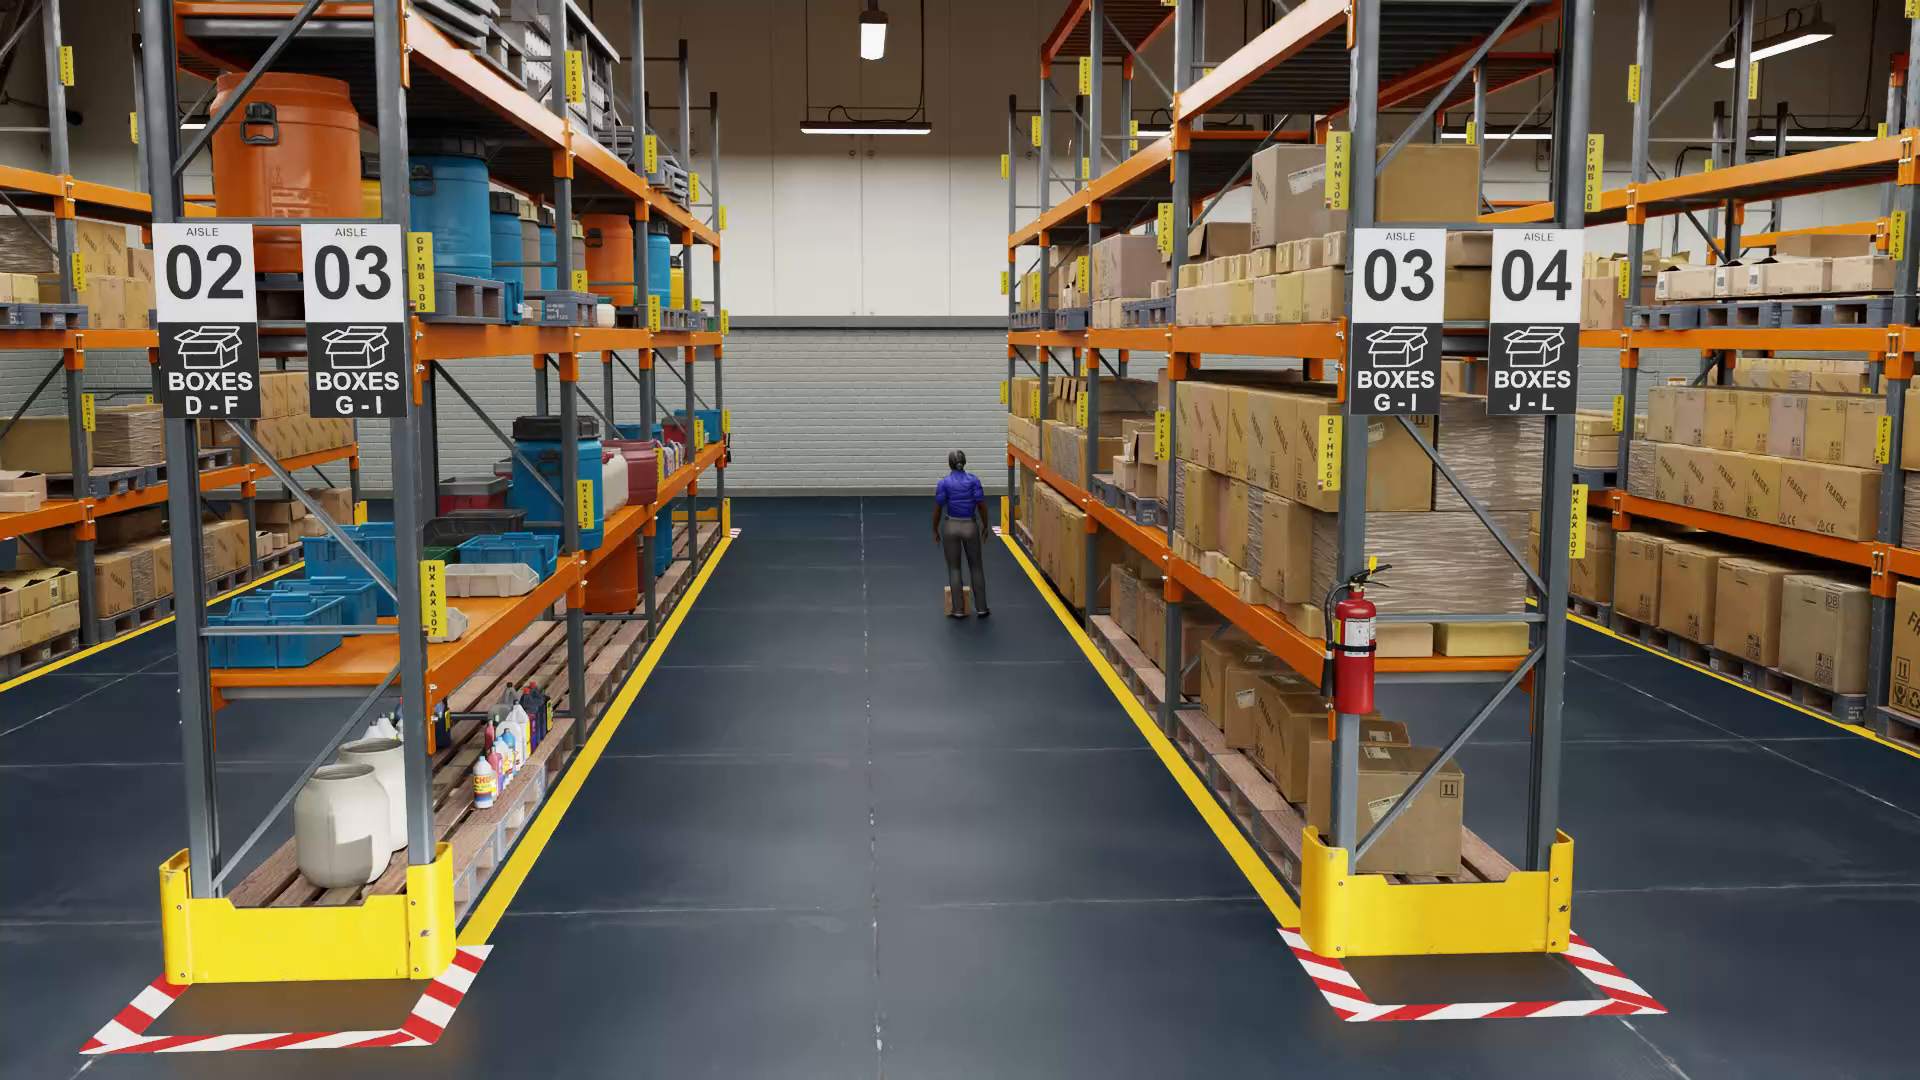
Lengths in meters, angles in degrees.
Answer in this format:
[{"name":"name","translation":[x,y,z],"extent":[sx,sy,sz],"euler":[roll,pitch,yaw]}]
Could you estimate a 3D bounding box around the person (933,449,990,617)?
[{"name":"person","translation":[0.020,-0.075,16.322],"extent":[0.570,1.654,0.504],"euler":[0,7,-1]}]
